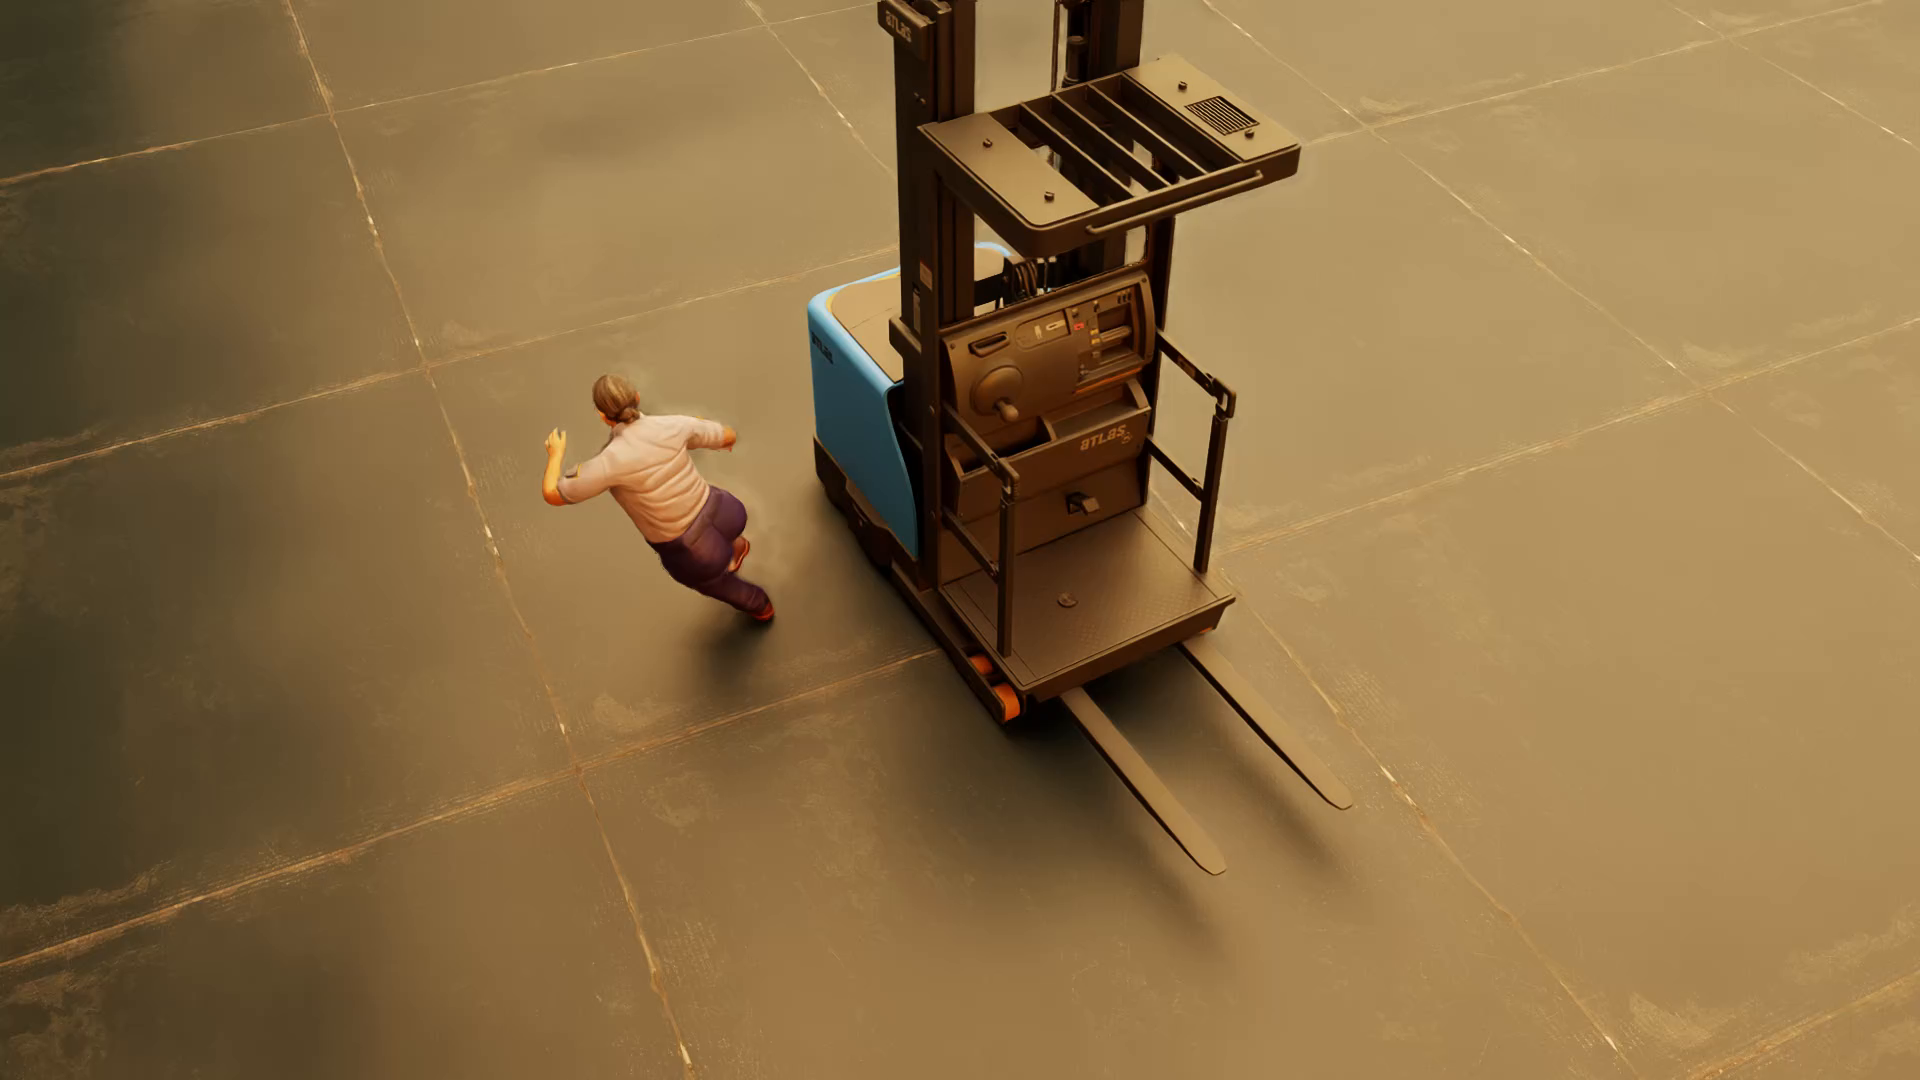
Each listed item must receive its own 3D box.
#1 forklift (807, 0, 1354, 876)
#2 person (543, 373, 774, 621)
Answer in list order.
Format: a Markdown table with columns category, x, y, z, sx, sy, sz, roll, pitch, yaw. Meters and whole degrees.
| category | x | y | z | sx | sy | sz | roll | pitch | yaw |
| --- | --- | --- | --- | --- | --- | --- | --- | --- | --- |
| forklift | 0.473 | -0.670 | 6.398 | 1.130 | 2.935 | 3.031 | -22 | 47 | -21 |
| person | -1.243 | -0.156 | 6.981 | 0.859 | 1.430 | 0.915 | 24 | 48 | 23 |
